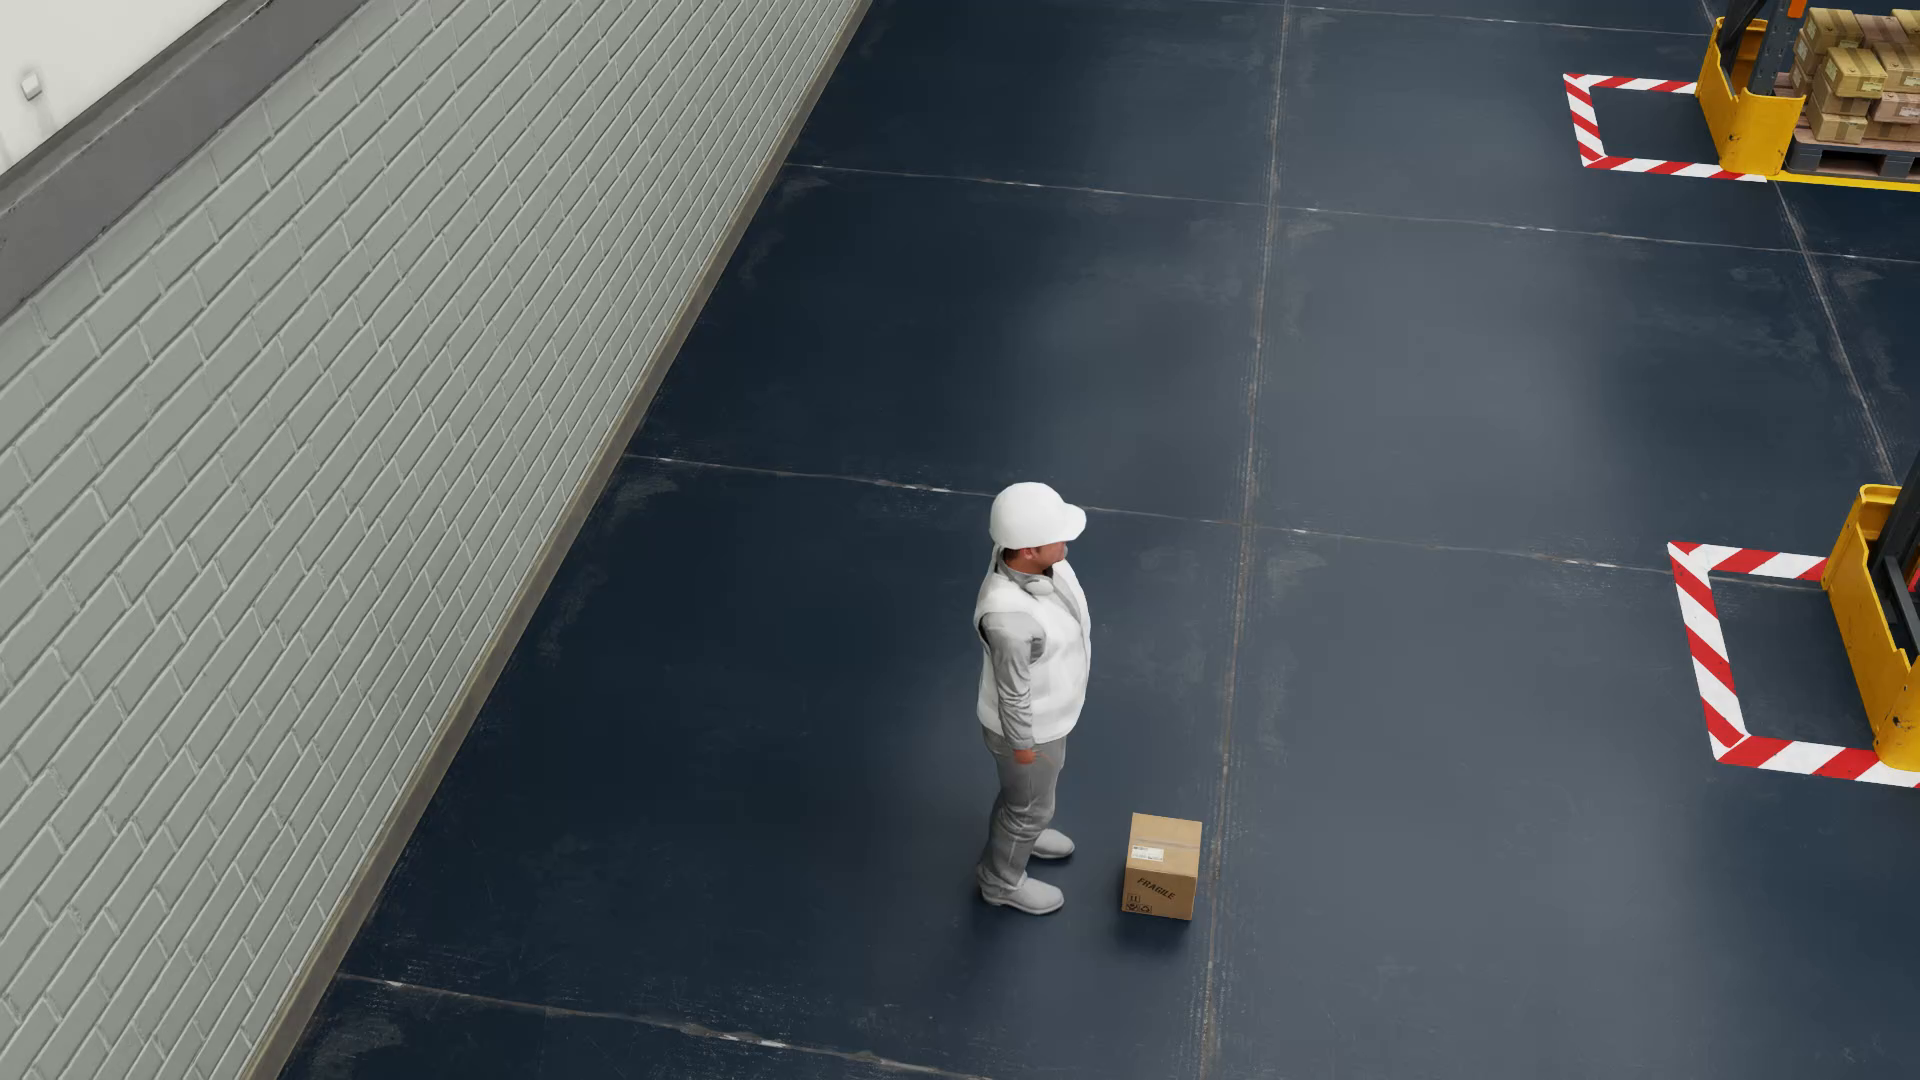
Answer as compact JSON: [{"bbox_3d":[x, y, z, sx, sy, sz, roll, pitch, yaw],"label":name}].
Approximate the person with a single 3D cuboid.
[{"bbox_3d":[0.243,0.523,5.523,0.356,1.768,0.531,7,41,9],"label":"person"}]
